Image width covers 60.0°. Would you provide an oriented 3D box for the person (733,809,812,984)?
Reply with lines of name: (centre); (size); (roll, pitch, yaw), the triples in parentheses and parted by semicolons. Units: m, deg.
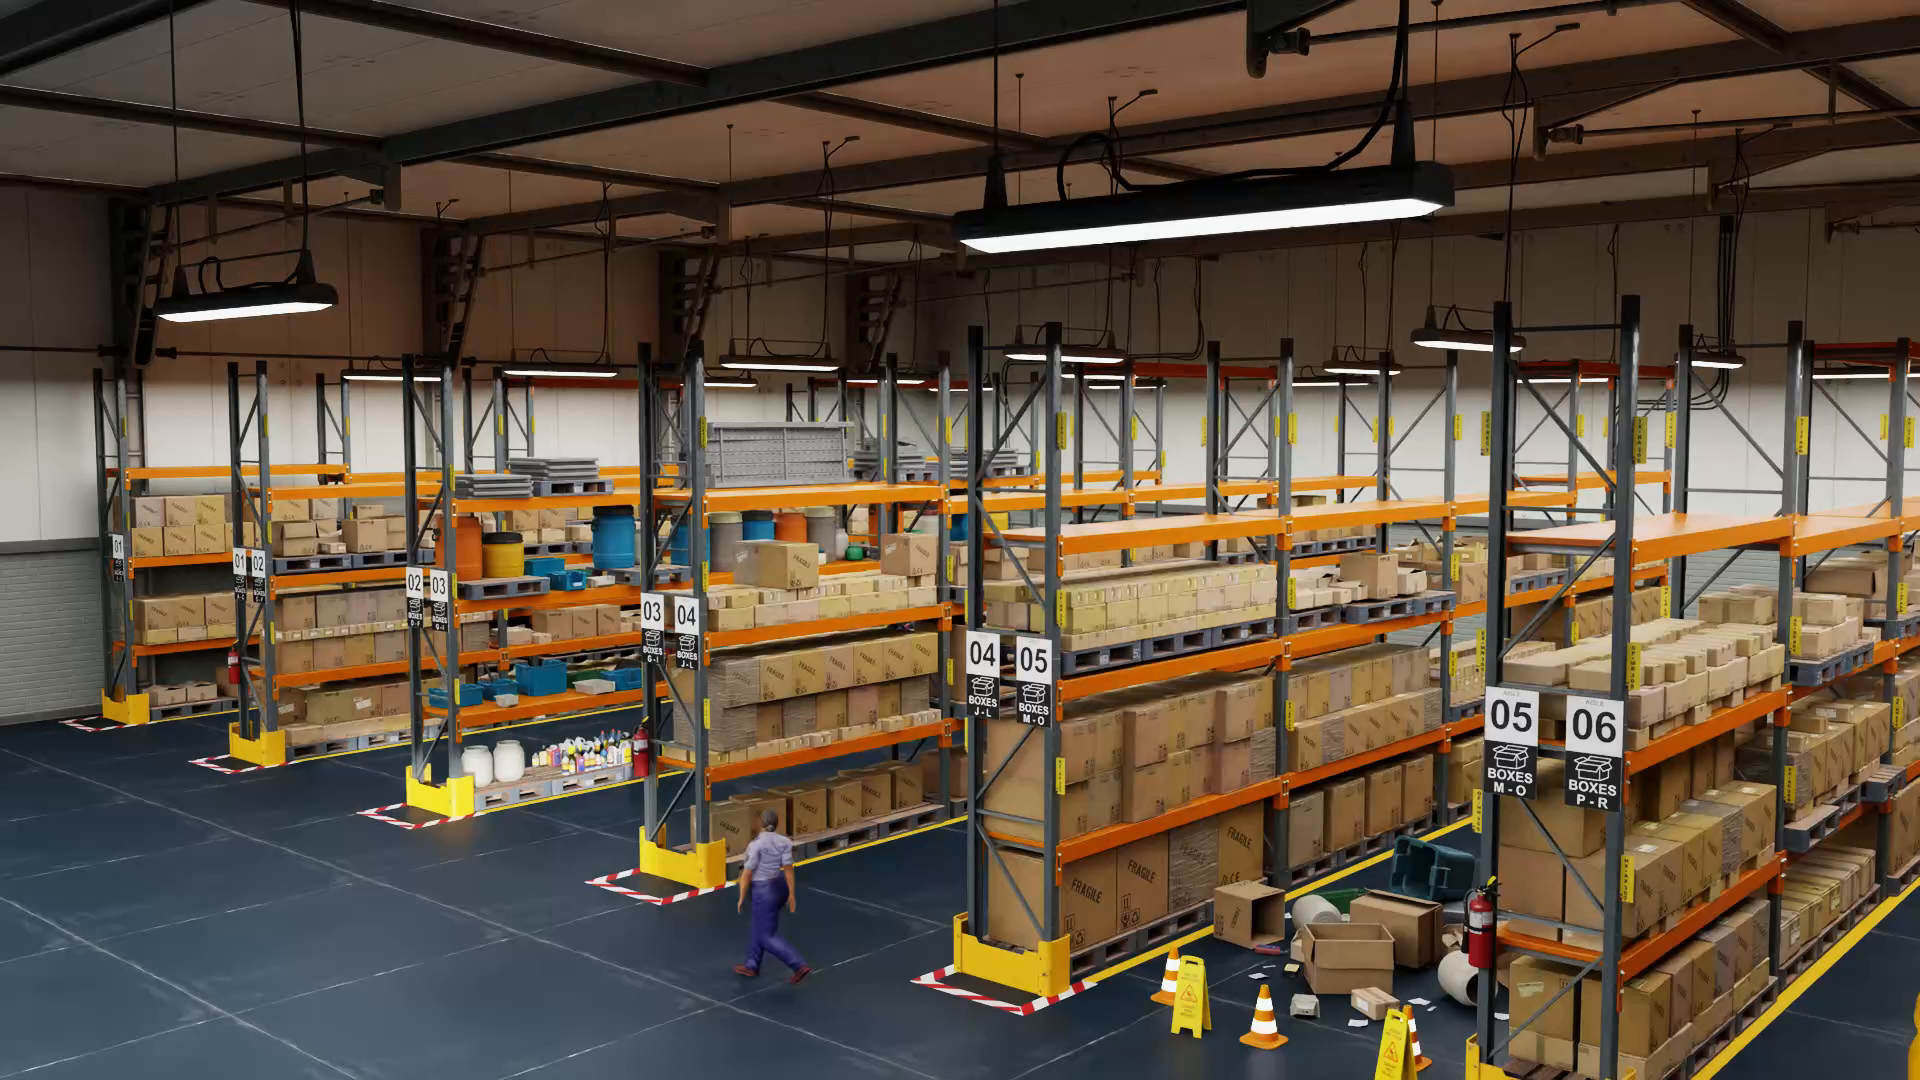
person: (-1.733, 3.249, 15.142); (0.926, 1.601, 0.462); (1, 4, 18)
